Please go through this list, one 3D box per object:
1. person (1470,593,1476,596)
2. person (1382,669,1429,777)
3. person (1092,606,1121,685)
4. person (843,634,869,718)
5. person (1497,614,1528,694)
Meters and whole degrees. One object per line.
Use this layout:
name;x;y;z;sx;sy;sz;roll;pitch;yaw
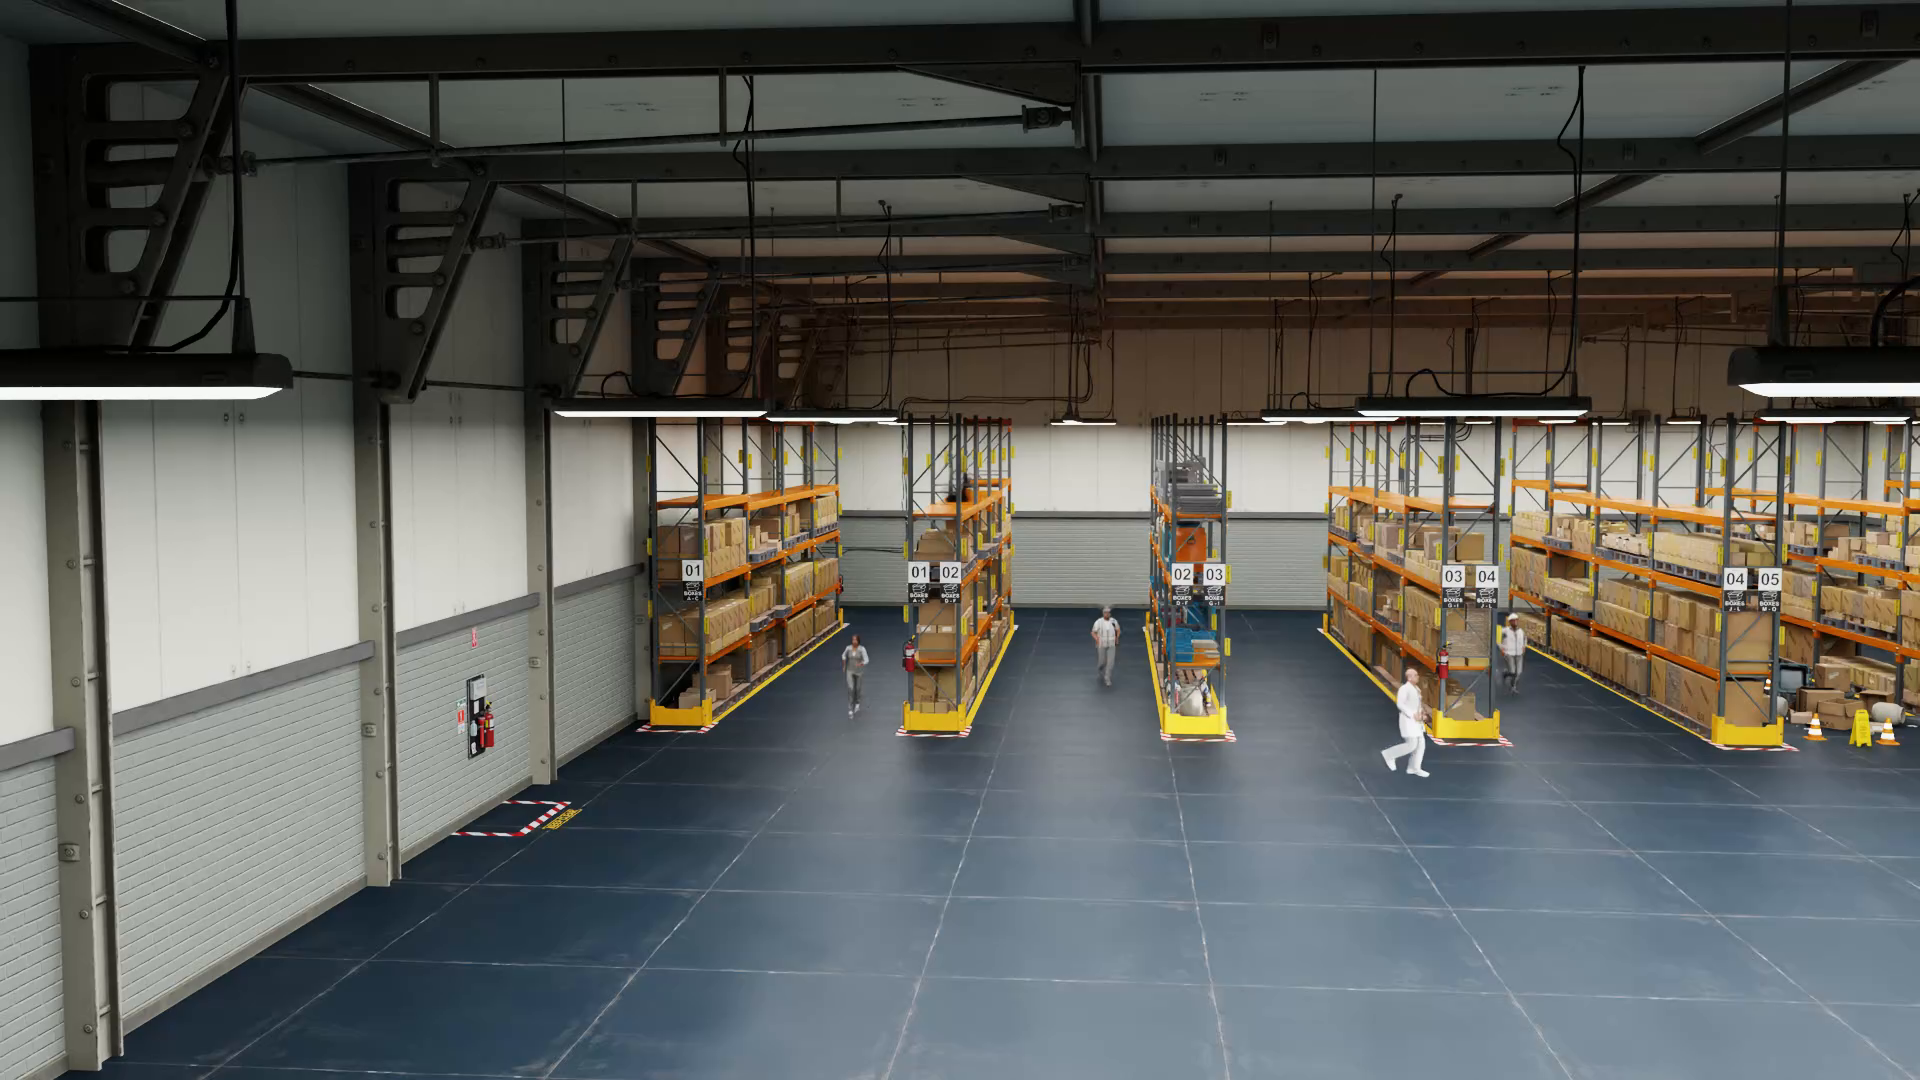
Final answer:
person;14.010;1.784;46.499;0.546;1.644;0.671;-2;4;-30
person;7.399;3.001;27.501;0.770;1.765;0.738;3;5;34
person;3.292;2.348;37.316;0.663;1.758;0.752;0;4;-4
person;-2.080;2.677;33.080;0.528;1.620;0.795;0;4;-1
person;11.953;2.457;35.921;0.672;1.728;0.573;0;4;-3
